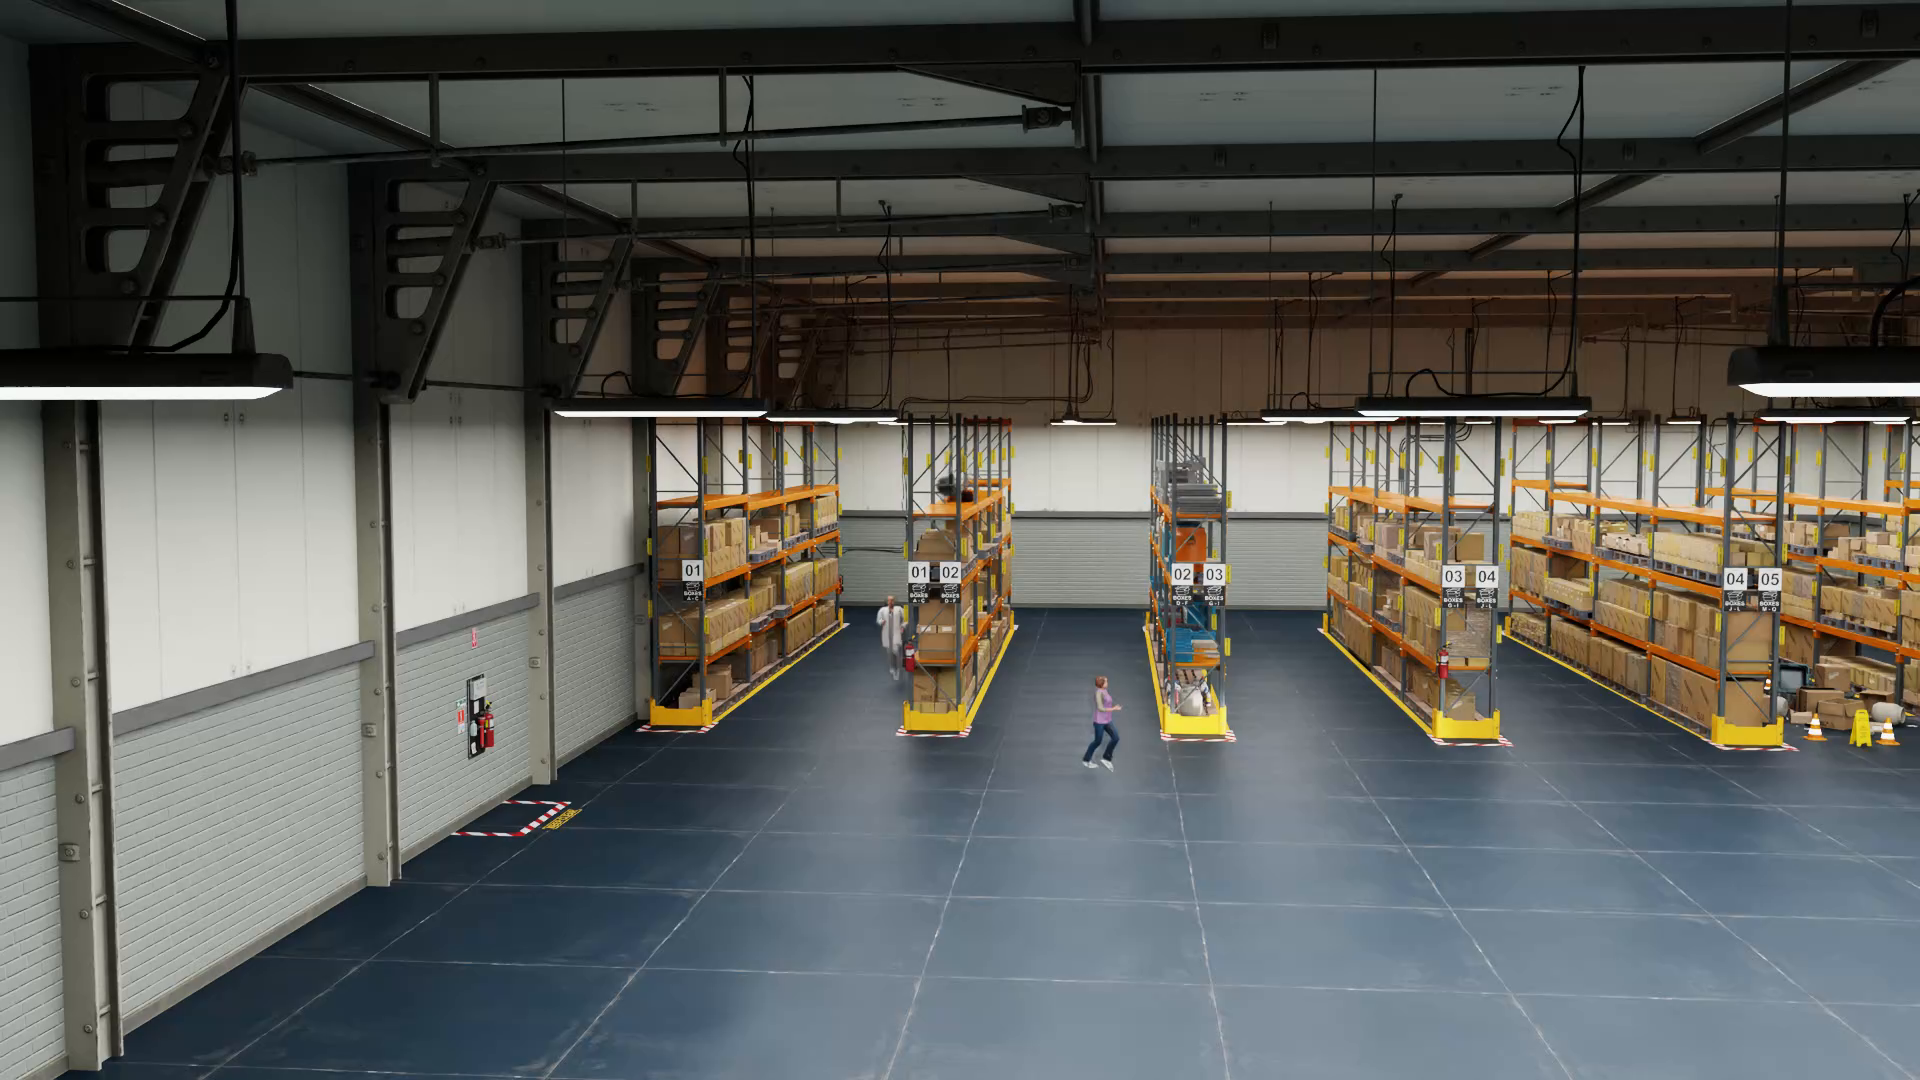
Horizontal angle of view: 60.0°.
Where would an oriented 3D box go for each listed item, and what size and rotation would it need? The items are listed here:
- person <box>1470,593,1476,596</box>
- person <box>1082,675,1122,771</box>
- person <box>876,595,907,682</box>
[{"bbox_3d":[14.307,1.717,46.656,0.765,1.723,0.921,3,5,41],"label":"person"},{"bbox_3d":[2.377,3.055,27.709,0.686,1.622,0.505,2,4,28],"label":"person"},{"bbox_3d":[-1.505,2.159,36.633,0.682,1.882,0.808,0,4,7],"label":"person"}]
